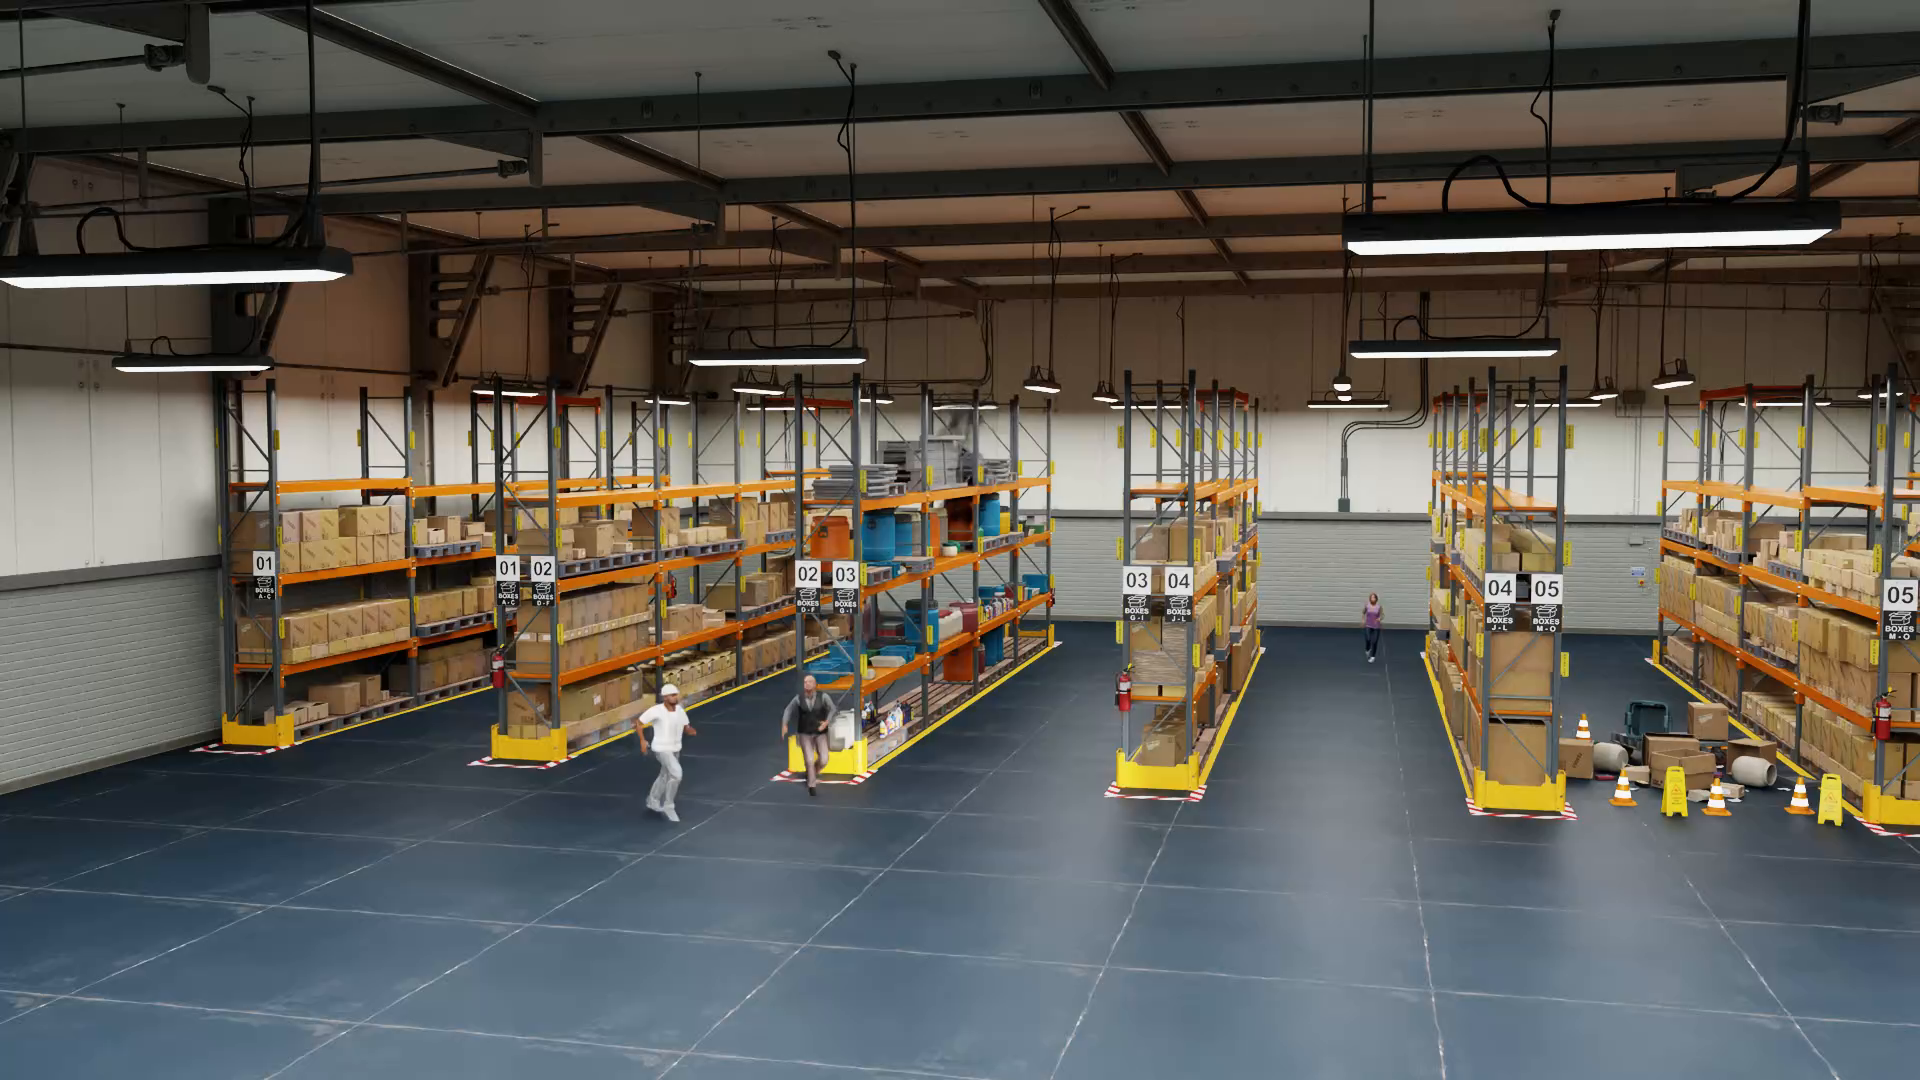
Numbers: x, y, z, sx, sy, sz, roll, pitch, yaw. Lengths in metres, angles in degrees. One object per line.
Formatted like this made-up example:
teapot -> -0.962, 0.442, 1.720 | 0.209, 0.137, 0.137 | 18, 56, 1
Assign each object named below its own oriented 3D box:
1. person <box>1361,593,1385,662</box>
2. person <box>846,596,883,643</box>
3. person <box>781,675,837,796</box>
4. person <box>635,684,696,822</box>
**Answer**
person -> 9.278, 2.022, 37.416 | 0.523, 1.469, 0.561 | 1, 4, 18
person -> -1.910, 1.874, 32.853 | 0.726, 1.736, 0.825 | 1, 4, 15
person -> -2.135, 2.768, 23.589 | 0.791, 1.693, 0.528 | -1, 4, -16
person -> -3.853, 2.806, 21.980 | 0.835, 1.814, 0.668 | 2, 4, 30
